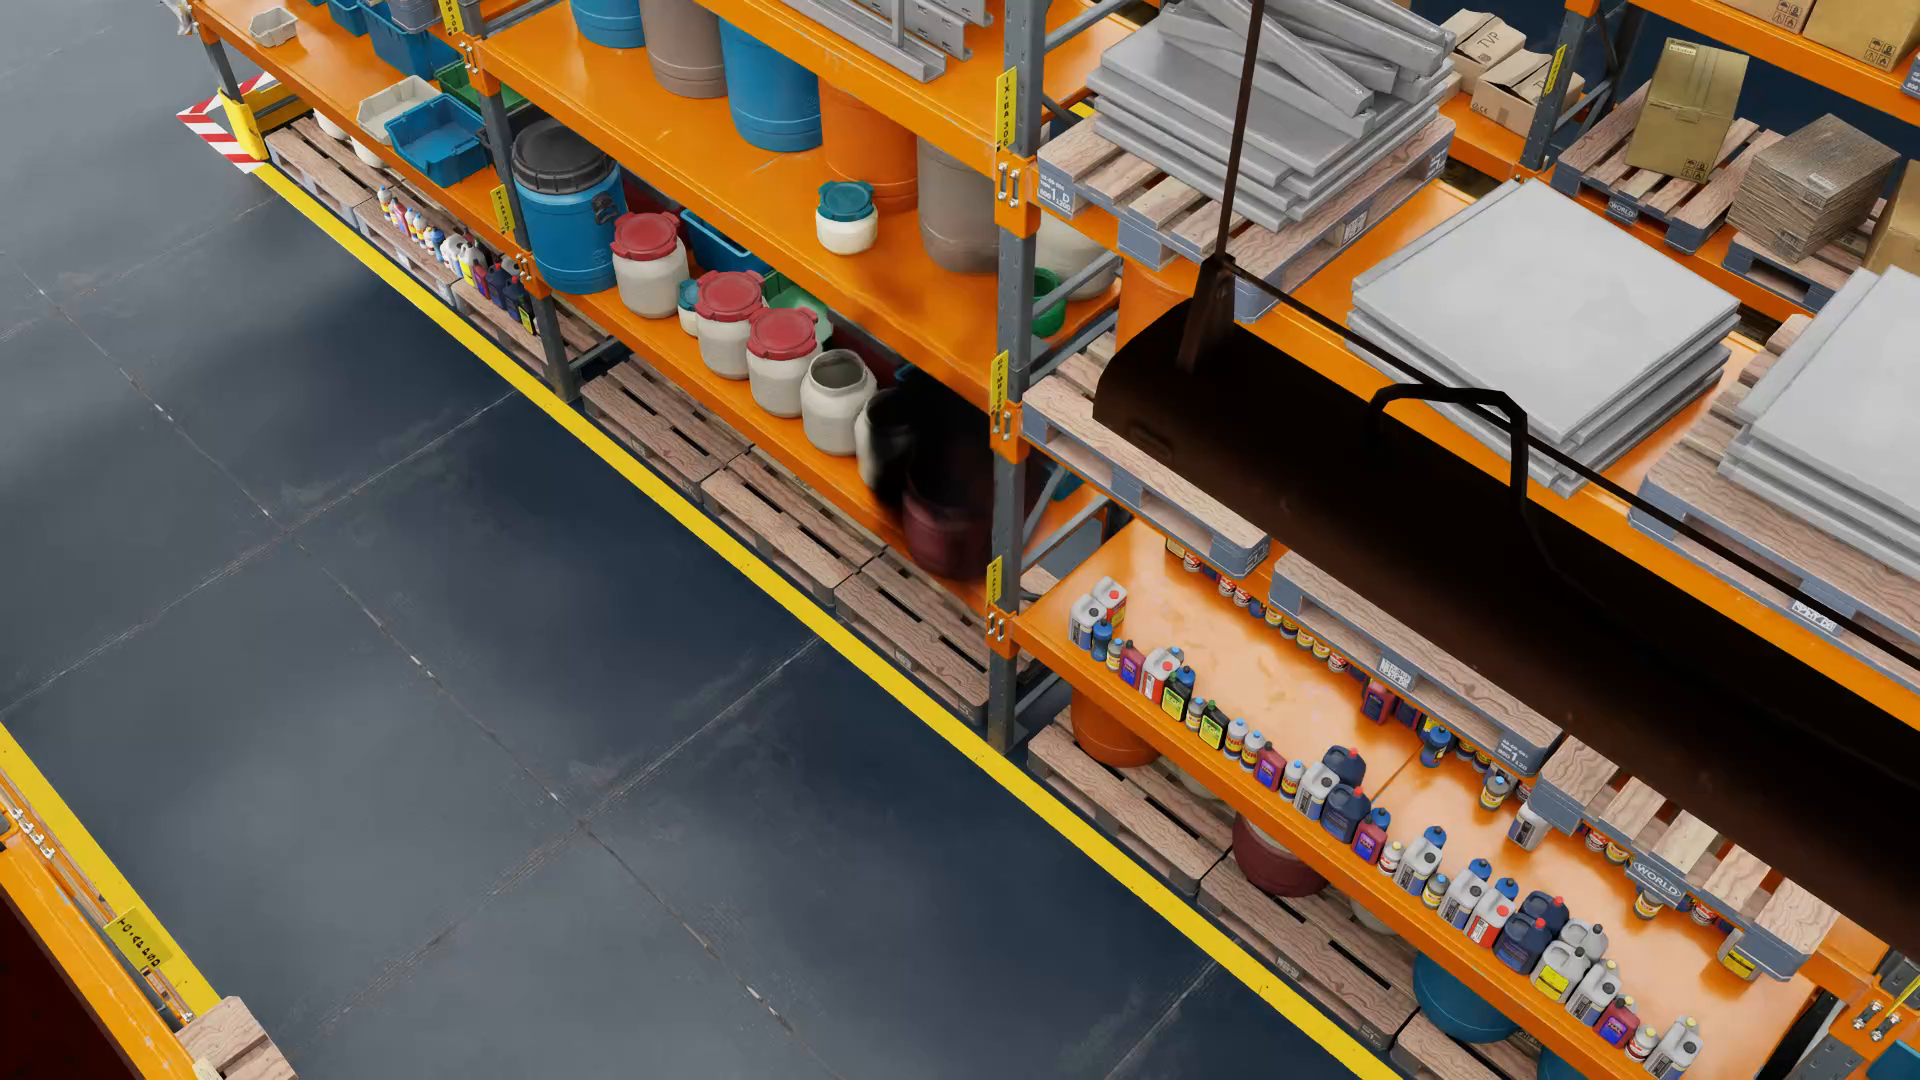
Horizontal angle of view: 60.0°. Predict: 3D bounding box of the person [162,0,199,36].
[{"bbox_3d":[-6.400,-4.758,13.253,0.694,1.828,0.655,-10,51,-8],"label":"person"}]
